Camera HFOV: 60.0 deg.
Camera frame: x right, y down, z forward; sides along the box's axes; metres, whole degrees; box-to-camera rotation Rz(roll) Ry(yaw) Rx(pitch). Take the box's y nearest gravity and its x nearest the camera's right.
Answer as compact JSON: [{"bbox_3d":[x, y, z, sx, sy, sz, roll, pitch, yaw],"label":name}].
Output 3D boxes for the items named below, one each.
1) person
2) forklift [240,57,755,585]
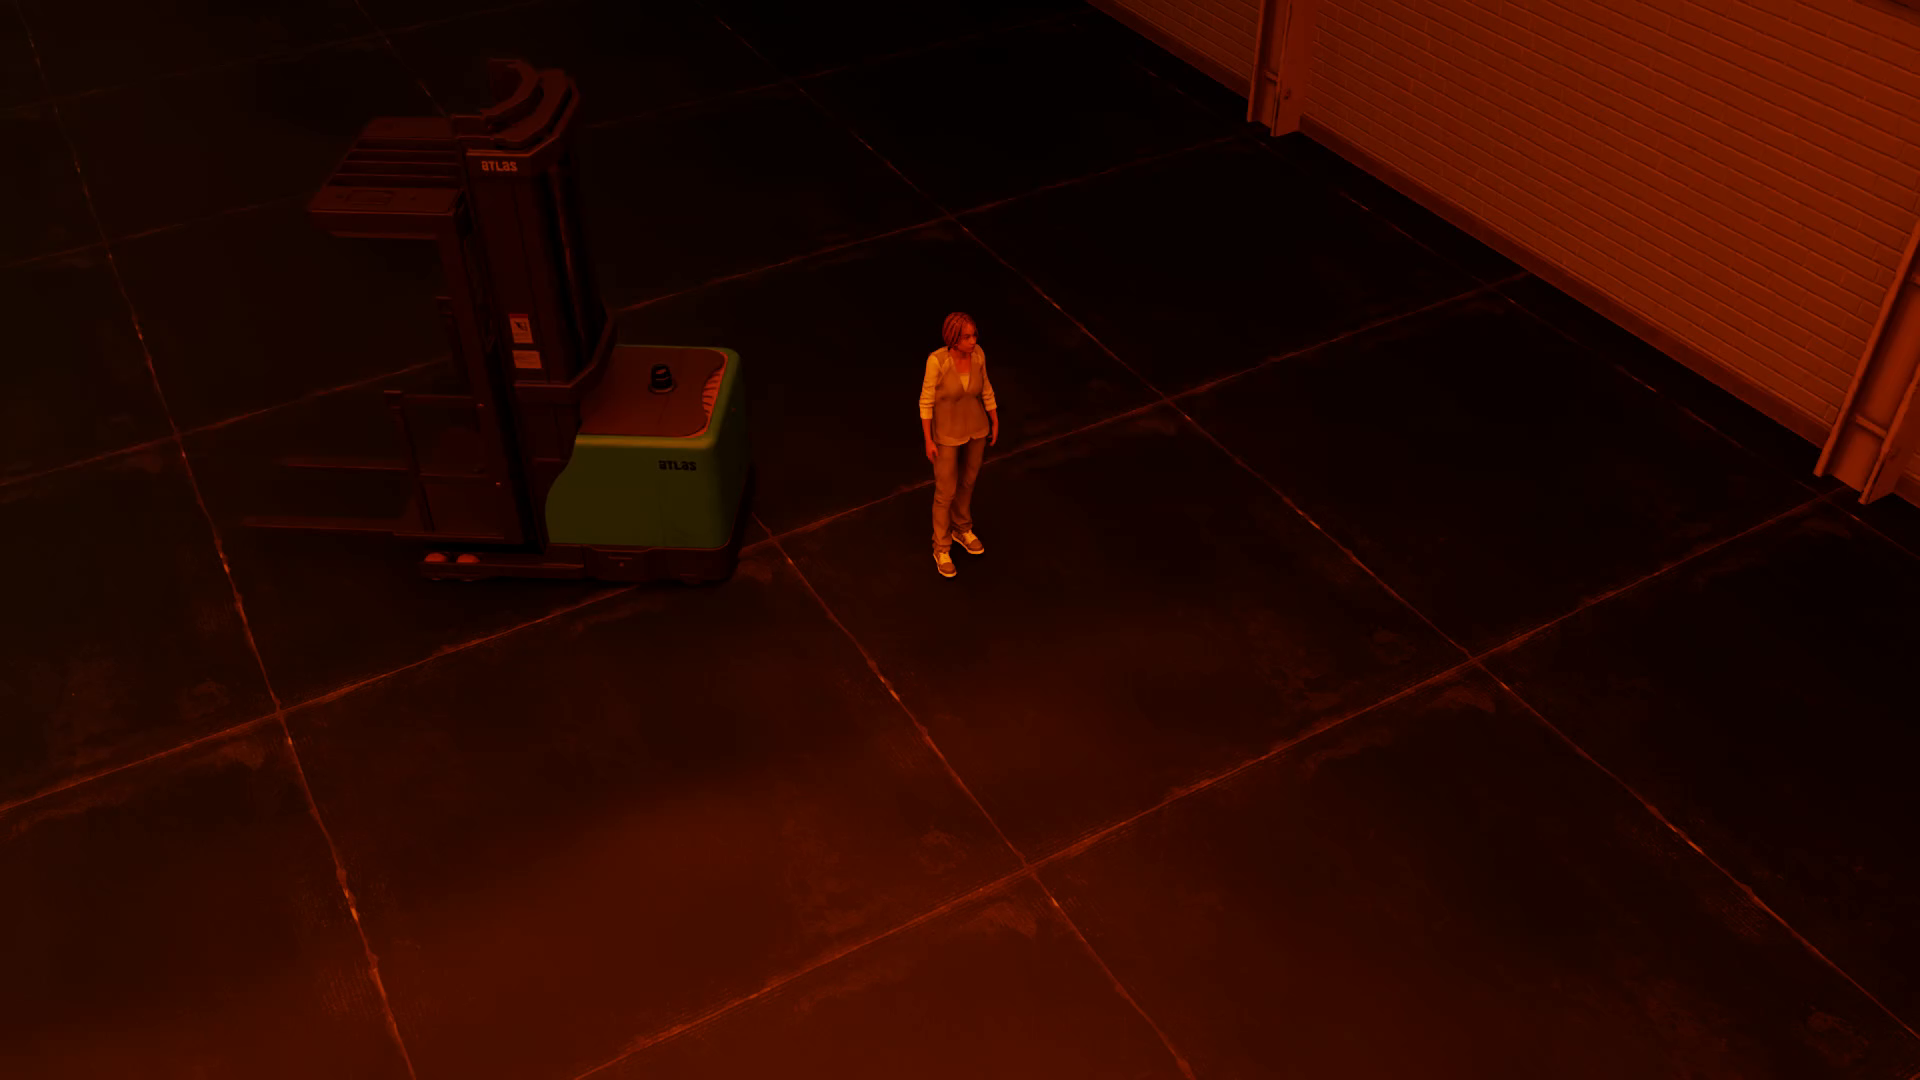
[{"bbox_3d":[0.025,-0.575,9.762,0.520,1.599,0.473,-20,44,-23],"label":"person"},{"bbox_3d":[-2.847,-1.213,9.499,3.031,2.935,1.130,2,40,2],"label":"forklift"}]
